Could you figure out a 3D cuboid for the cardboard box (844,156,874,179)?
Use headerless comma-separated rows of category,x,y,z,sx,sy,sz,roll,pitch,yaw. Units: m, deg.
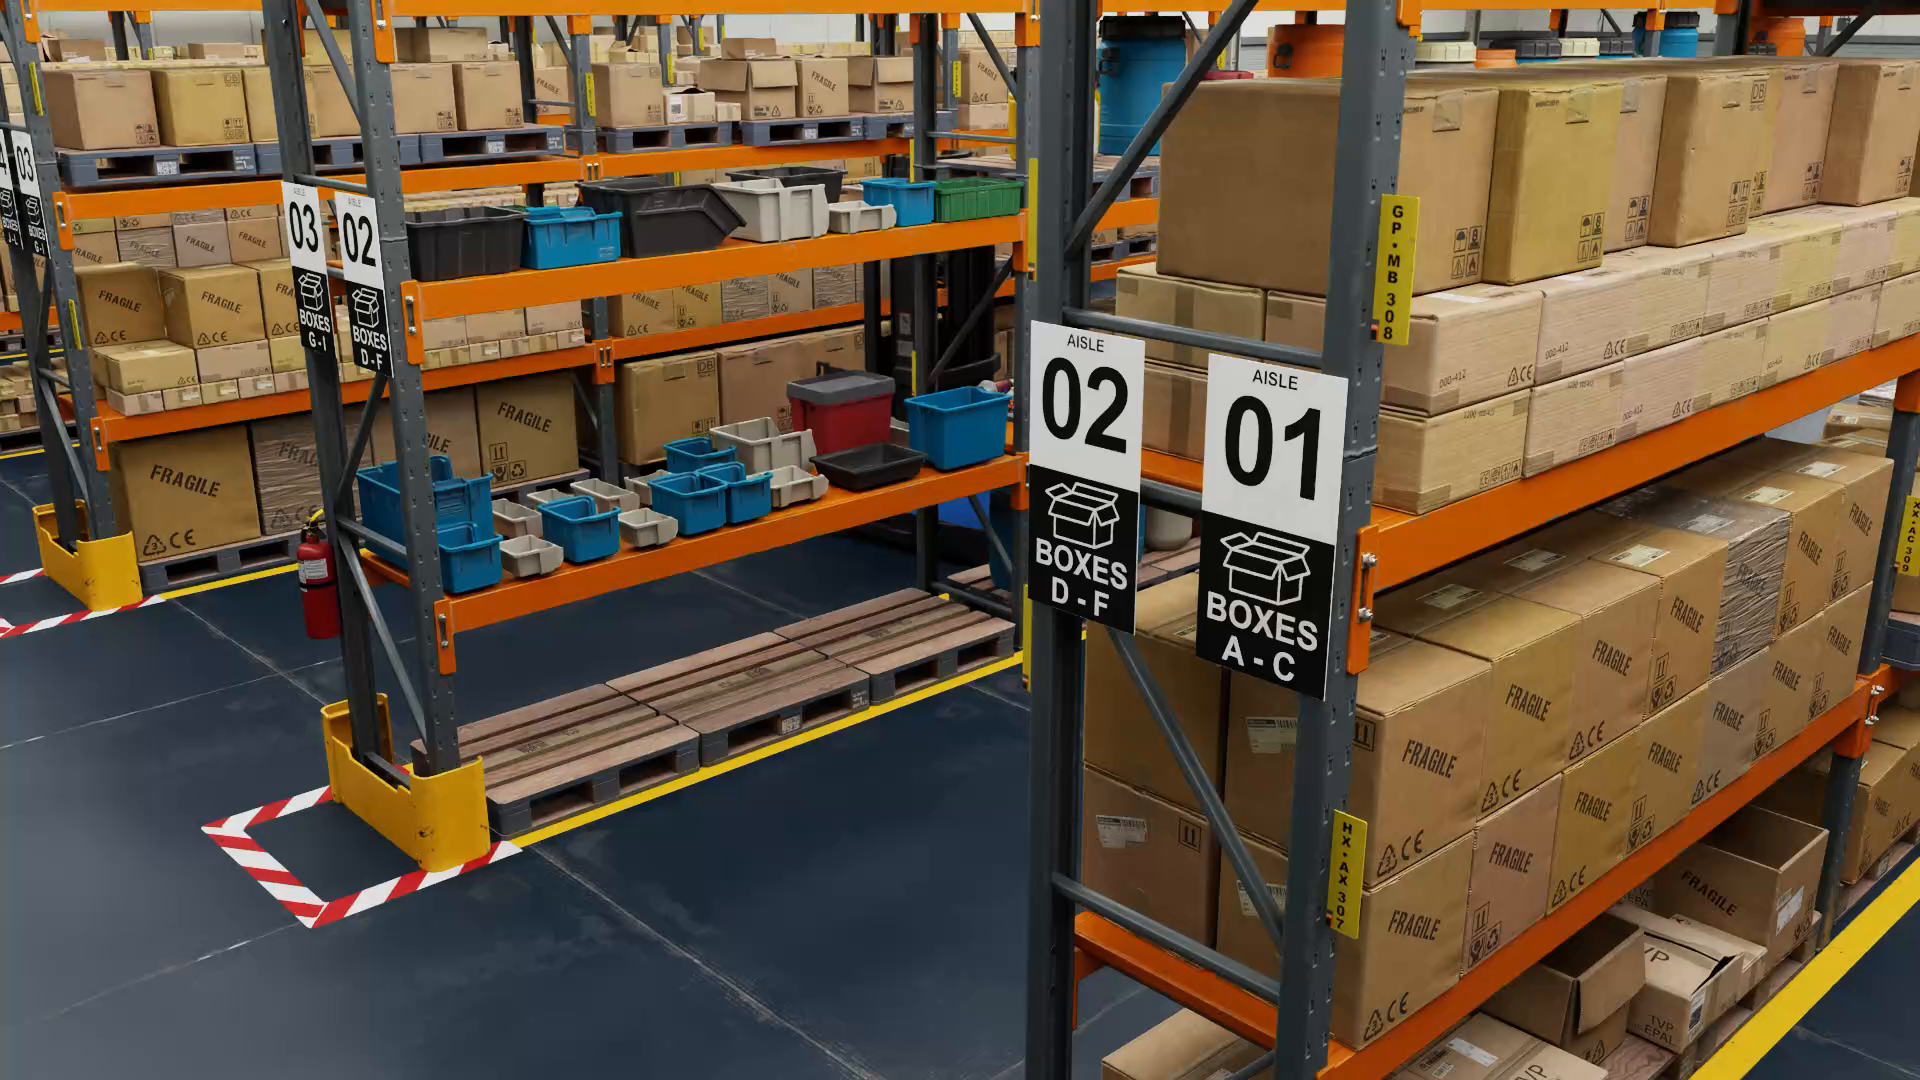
cardboard box,-1.561,-5.080,22.005,0.500,0.500,0.700,-17,24,-42

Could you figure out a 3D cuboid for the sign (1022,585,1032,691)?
sign,0.220,0.294,4.823,0.005,0.325,0.100,-16,24,-41

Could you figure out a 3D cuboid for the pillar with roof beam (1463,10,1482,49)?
pillar with roof beam,18.818,-16.120,48.112,0.400,9.000,9.100,-16,24,-41

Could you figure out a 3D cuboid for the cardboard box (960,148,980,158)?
cardboard box,-0.220,-5.570,23.308,0.550,0.550,0.875,-16,24,-41

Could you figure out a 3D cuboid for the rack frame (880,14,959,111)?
rack frame,-0.404,-5.646,15.807,0.127,3.000,1.000,-16,24,-41

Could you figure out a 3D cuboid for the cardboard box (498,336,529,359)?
cardboard box,-3.680,-1.578,13.395,0.250,0.149,0.380,-17,24,-42

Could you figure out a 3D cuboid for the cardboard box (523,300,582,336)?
cardboard box,-3.451,-1.862,13.625,0.500,0.250,0.500,-17,24,-42

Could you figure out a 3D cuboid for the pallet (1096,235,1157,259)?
pallet,1.847,-3.419,18.977,1.213,0.211,1.003,-16,24,-41

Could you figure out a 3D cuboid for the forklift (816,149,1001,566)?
forklift,-0.539,-1.540,12.983,3.031,2.935,1.130,14,22,36

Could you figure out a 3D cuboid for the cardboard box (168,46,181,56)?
cardboard box,-11.962,-7.513,25.544,0.250,0.149,0.380,-16,24,-41

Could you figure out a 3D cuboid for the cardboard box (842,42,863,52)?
cardboard box,-1.829,-8.152,27.517,0.250,0.149,0.380,-17,24,-41

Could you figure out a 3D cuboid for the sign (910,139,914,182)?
sign,-0.284,-2.389,10.612,0.005,0.325,0.100,-16,24,-41

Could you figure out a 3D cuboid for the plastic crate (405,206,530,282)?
plastic crate,-2.343,-1.371,7.697,0.590,0.269,0.497,-16,24,-41

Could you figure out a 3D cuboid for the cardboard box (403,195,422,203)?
cardboard box,-6.103,-3.681,18.235,0.380,0.149,0.250,17,25,42

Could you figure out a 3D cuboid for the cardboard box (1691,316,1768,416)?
cardboard box,2.228,-0.600,5.351,0.500,0.250,0.500,-16,24,-41

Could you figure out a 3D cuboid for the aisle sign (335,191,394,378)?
aisle sign,-2.662,-1.142,7.427,0.004,0.787,0.394,-16,24,-41

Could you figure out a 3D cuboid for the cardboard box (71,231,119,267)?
cardboard box,-8.299,-2.672,15.718,0.500,0.500,0.500,-16,24,-40

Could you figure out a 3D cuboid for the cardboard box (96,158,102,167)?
cardboard box,-10.646,-4.421,19.973,0.500,0.500,0.500,-17,24,-42

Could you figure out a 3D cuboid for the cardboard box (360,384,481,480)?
cardboard box,-4.499,-0.821,13.417,0.875,0.875,0.875,-16,24,-41

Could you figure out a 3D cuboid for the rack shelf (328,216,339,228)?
rack shelf,-8.666,-4.247,22.386,4.000,0.370,1.077,-16,24,-41

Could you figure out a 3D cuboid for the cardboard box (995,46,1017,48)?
cardboard box,0.506,-4.874,17.317,0.500,0.500,0.500,-16,24,-40

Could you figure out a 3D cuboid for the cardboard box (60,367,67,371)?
cardboard box,-8.425,-1.572,15.947,0.380,0.149,0.250,16,24,41

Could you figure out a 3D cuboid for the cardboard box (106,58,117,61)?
cardboard box,-12.470,-6.963,24.297,0.250,0.149,0.380,-16,24,-40

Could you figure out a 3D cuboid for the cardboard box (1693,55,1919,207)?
cardboard box,3.166,-1.562,6.292,0.500,0.500,0.700,-16,24,-41

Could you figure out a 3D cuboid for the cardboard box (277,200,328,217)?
cardboard box,-6.800,-3.582,16.903,0.500,0.500,0.500,17,24,42

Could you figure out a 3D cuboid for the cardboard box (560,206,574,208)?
cardboard box,-4.531,-3.721,18.843,0.250,0.149,0.380,-16,24,-41

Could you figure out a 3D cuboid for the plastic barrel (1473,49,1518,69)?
plastic barrel,4.220,-3.577,13.594,0.708,0.830,0.600,-16,24,-41

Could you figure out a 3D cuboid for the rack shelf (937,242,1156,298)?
rack shelf,1.049,-2.873,18.150,4.000,0.370,1.077,-16,24,-41

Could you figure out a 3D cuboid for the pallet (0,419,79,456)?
pallet,-8.881,-1.083,15.984,1.213,0.211,1.003,-16,24,-41

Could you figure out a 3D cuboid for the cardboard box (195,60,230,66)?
cardboard box,-7.290,-4.584,16.182,0.250,0.149,0.380,-15,23,-39

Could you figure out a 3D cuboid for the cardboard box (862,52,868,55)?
cardboard box,-1.586,-8.036,27.804,0.500,0.250,0.500,-17,24,-41

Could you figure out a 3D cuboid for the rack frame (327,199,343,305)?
rack frame,-6.645,-3.077,17.612,0.127,3.000,1.000,-16,24,-41

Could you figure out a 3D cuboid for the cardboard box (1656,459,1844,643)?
cardboard box,2.933,0.028,6.252,0.500,0.500,0.500,-17,24,-42

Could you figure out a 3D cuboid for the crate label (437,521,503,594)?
crate label,-2.408,0.086,8.031,0.303,0.233,0.416,-16,24,-41

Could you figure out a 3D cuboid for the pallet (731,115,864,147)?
pallet,-1.646,-3.743,15.108,1.213,0.211,1.003,-15,23,-38

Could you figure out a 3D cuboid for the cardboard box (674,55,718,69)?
cardboard box,-3.185,-5.845,20.588,0.500,0.311,0.500,-16,24,-41

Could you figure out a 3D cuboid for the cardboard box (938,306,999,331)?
cardboard box,0.062,-2.317,17.393,0.500,0.250,0.500,-15,23,-39

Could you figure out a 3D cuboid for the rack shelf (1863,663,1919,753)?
rack shelf,4.946,0.195,8.686,4.000,0.370,1.077,-16,24,-41

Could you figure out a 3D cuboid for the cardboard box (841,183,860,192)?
cardboard box,-0.946,-3.165,16.095,0.637,0.503,0.797,-15,23,-39

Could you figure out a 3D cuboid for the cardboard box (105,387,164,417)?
cardboard box,-5.732,-0.978,11.546,0.250,0.149,0.380,-16,24,-40

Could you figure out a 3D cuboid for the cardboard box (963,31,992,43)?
cardboard box,0.219,-6.869,22.715,0.250,0.149,0.380,-17,24,-42

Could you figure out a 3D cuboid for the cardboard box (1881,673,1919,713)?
cardboard box,4.739,0.640,8.272,0.500,0.250,0.500,-16,24,-41

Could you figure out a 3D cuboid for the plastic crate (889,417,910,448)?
plastic crate,-0.344,-0.671,10.520,0.243,0.136,0.396,-16,24,-41

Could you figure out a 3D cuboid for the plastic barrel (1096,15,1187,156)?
plastic barrel,1.228,-3.095,11.311,0.708,0.901,0.600,-16,24,-41

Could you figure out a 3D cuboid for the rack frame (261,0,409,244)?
rack frame,-2.814,-2.840,7.155,0.127,3.000,1.000,-16,24,-41

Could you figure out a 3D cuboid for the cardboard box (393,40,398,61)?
cardboard box,-7.801,-6.435,22.261,0.700,0.500,0.500,16,24,41

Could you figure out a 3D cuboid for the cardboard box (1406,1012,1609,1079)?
cardboard box,1.903,1.959,5.823,0.500,0.250,0.500,-16,24,-41

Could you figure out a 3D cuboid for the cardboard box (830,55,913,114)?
cardboard box,-0.798,-4.322,15.740,0.637,0.503,0.797,-14,23,-38

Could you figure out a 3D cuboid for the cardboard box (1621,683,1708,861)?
cardboard box,2.192,0.720,5.739,0.500,0.500,0.500,-16,24,-40

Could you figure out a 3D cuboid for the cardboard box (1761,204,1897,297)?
cardboard box,2.961,-1.048,5.922,0.500,0.250,0.500,-16,24,-41
